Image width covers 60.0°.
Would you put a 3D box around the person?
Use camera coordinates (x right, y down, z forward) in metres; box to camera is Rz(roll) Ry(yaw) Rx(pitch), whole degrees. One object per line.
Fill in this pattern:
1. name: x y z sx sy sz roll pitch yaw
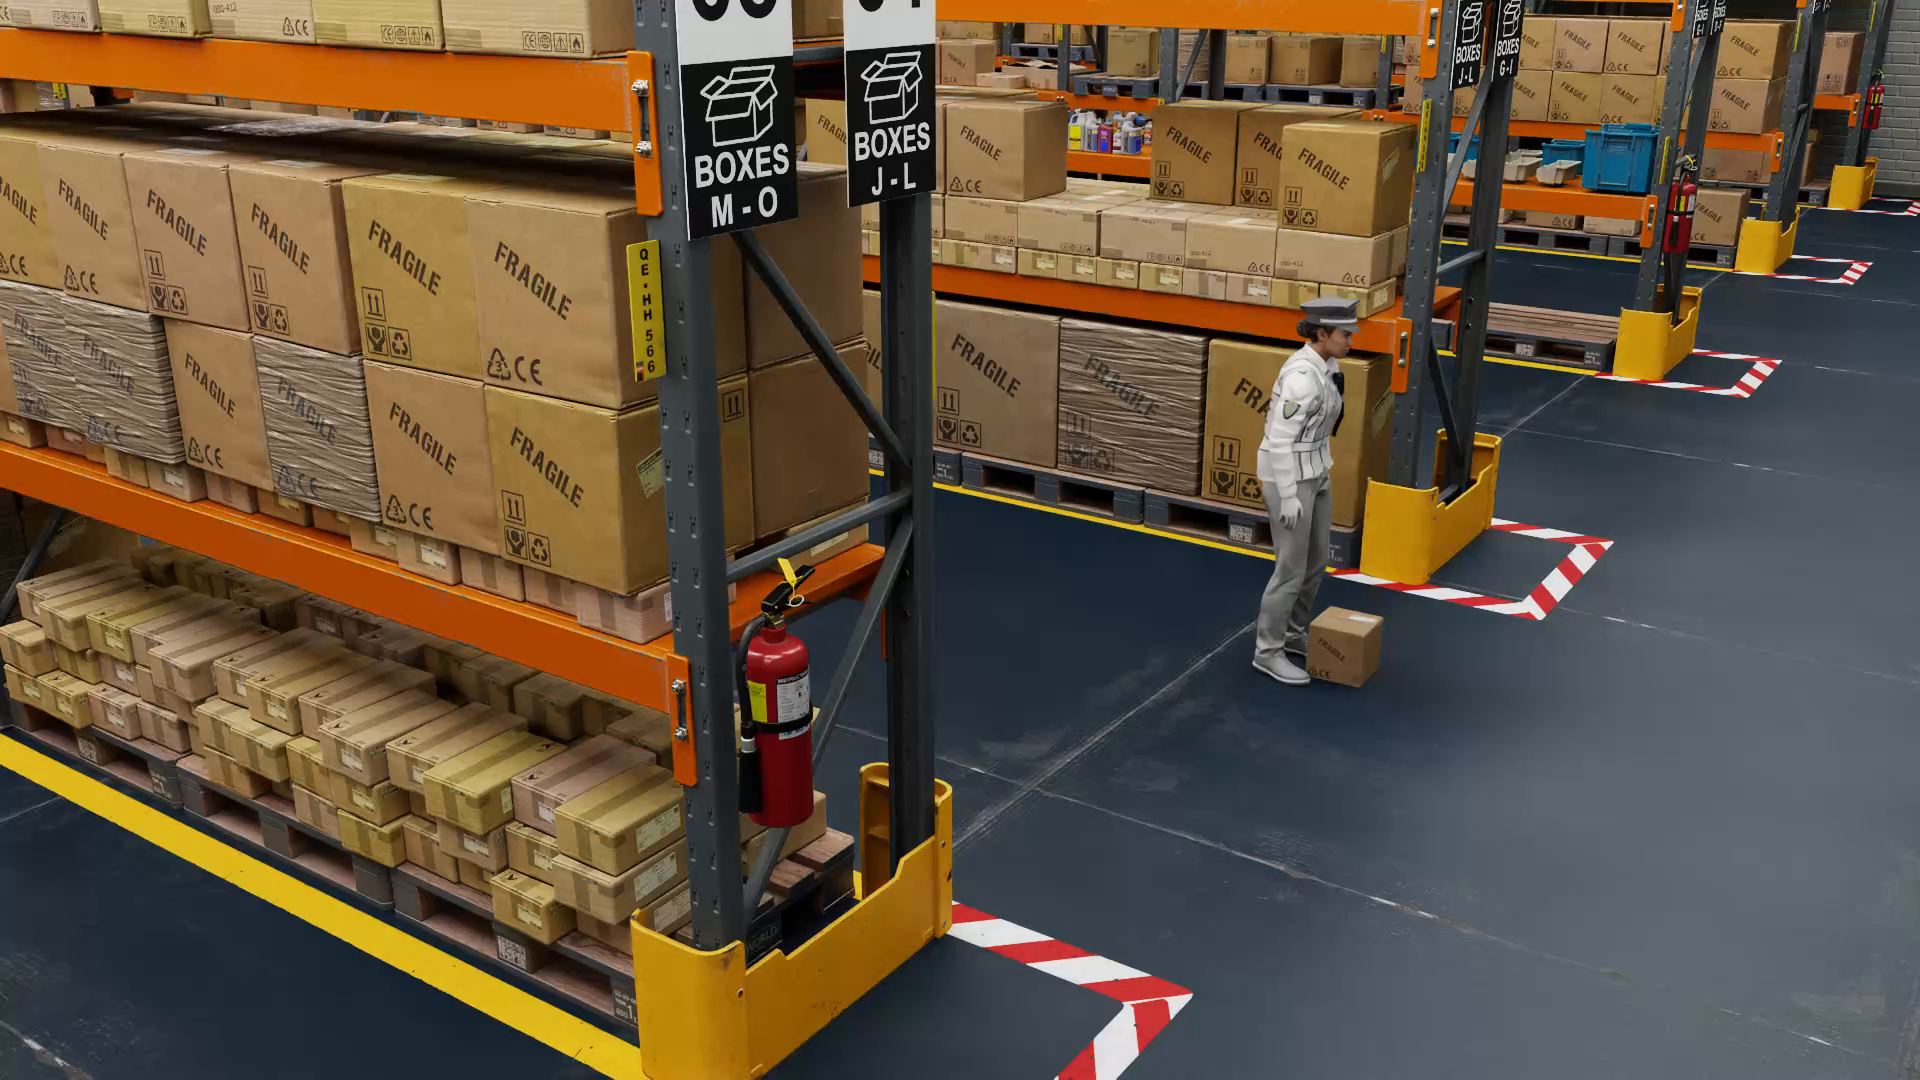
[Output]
1. person: 1.493 -0.237 7.224 0.375 1.661 0.529 12 23 30
